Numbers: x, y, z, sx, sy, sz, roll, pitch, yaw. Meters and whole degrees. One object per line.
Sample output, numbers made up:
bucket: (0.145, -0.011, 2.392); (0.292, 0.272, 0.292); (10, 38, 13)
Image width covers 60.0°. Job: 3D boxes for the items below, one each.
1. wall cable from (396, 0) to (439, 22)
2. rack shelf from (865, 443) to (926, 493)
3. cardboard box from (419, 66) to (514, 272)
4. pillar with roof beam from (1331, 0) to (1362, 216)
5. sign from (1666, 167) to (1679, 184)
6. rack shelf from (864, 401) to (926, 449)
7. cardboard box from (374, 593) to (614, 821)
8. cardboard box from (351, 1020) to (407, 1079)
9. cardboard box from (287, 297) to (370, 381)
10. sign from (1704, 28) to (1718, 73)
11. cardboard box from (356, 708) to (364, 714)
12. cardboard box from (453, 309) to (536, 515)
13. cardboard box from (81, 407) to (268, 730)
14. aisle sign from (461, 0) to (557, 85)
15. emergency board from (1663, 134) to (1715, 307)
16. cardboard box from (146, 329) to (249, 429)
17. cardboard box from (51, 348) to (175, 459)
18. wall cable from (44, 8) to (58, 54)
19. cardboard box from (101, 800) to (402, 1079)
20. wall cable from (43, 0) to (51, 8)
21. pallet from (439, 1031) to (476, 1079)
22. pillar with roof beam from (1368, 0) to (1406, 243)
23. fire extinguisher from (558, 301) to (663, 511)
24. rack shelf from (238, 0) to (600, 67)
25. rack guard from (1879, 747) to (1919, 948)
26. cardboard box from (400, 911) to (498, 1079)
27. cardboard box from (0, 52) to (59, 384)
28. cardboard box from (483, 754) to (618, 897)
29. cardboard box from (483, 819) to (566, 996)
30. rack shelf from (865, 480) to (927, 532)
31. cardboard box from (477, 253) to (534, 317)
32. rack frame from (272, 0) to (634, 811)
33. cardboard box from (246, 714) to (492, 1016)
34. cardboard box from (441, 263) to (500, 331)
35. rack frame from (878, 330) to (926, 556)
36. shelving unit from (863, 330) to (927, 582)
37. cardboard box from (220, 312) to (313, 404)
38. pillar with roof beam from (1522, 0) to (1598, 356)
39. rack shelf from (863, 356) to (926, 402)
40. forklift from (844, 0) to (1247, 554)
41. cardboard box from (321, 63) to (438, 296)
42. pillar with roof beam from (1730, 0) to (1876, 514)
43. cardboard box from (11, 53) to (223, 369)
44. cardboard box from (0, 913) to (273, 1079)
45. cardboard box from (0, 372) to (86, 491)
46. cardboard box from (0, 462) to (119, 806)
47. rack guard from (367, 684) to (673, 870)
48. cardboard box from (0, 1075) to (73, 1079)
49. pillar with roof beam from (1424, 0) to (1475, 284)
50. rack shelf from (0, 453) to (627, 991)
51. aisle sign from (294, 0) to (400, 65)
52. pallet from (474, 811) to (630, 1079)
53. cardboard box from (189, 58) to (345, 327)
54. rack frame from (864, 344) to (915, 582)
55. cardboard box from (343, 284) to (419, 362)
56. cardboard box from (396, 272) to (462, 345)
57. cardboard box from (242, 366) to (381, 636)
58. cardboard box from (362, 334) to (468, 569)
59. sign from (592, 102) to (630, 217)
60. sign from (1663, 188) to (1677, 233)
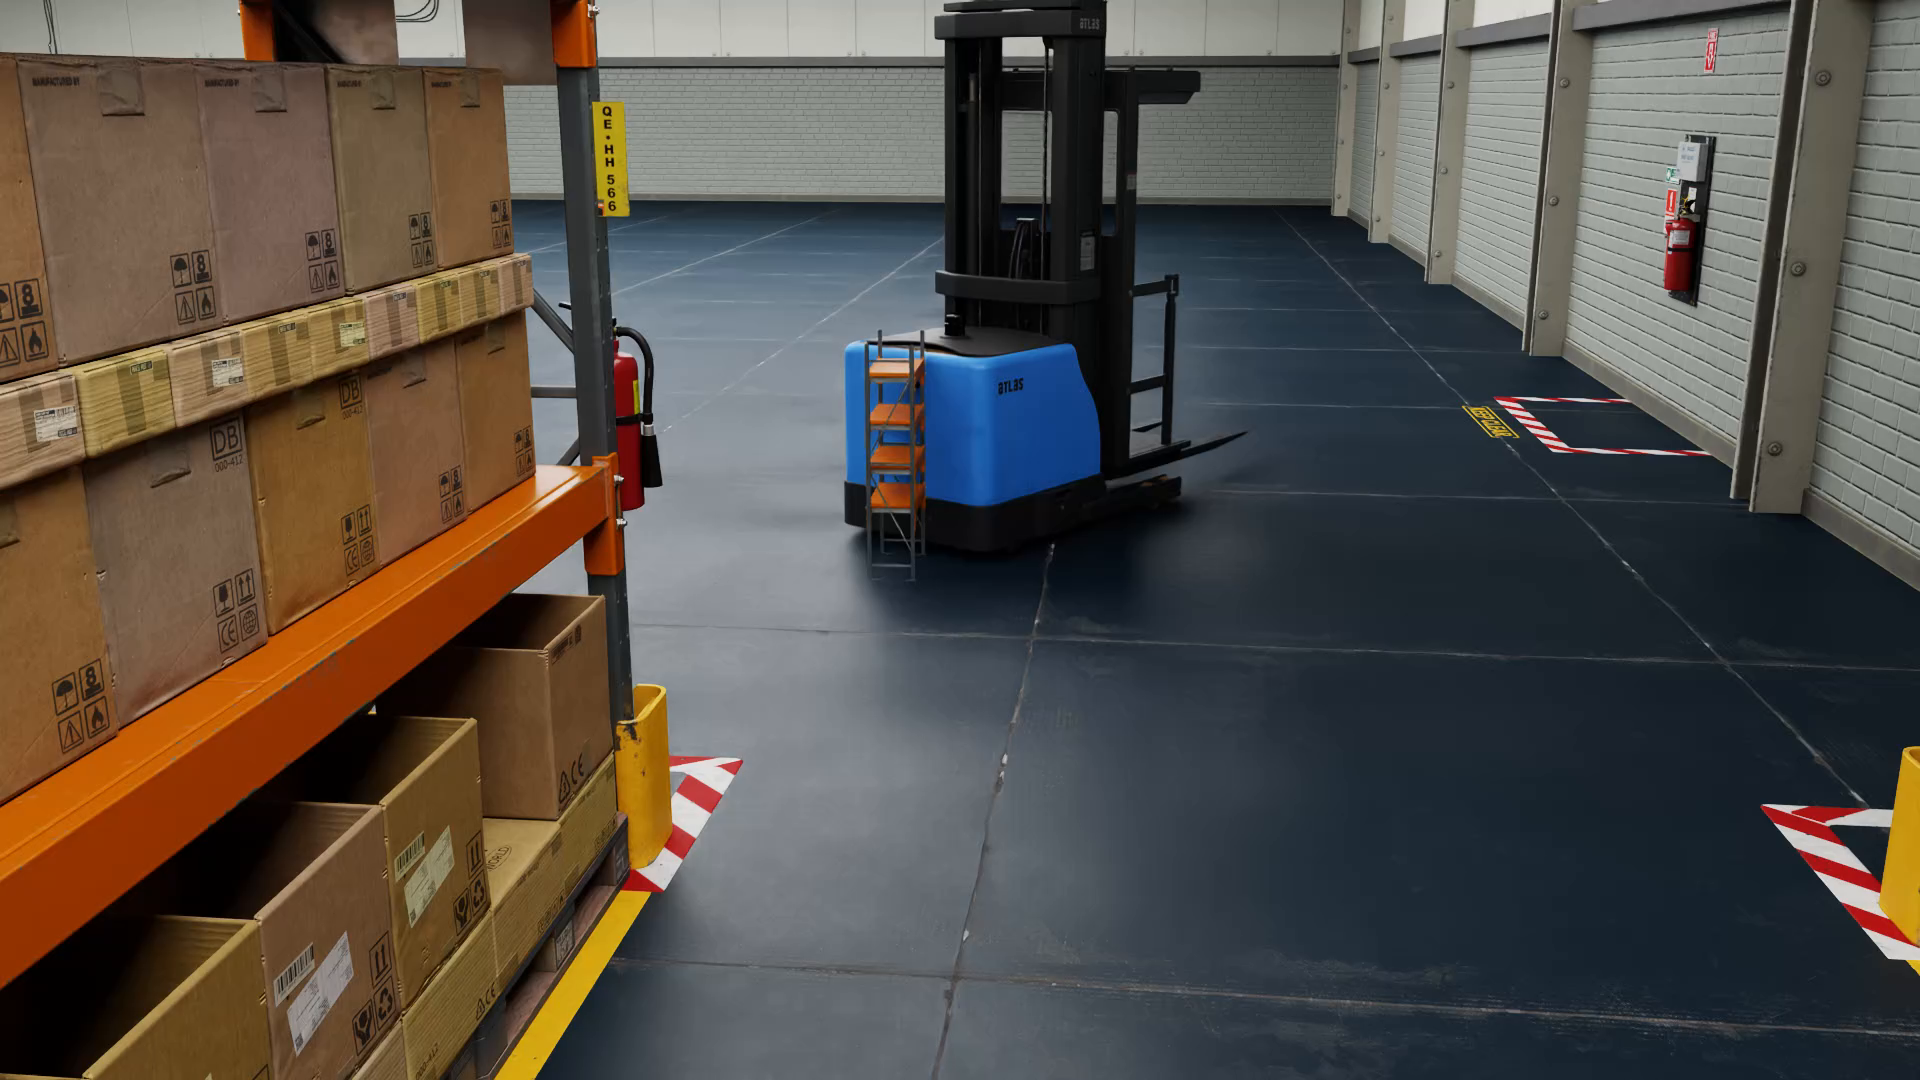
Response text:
wall cable: (-12.689, -13.789, 36.401); (2.305, 6.003, 0.169); (2, 15, 6)
rack shelf: (-0.325, -0.370, 8.489); (0.258, 0.148, 0.480); (1, 15, 5)
cardboard box: (-1.627, -0.993, 4.412); (0.700, 0.500, 0.500); (2, 15, 6)
pillar with roof beam: (3.255, -10.905, 32.251); (9.100, 9.000, 0.400); (2, 15, 6)
sign: (5.297, -2.710, 12.353); (0.001, 0.109, 0.331); (2, 15, 6)
rack shelf: (-0.325, -0.586, 8.431); (0.258, 0.148, 0.480); (1, 15, 5)
cardboard box: (-1.320, 0.457, 4.751); (0.500, 0.500, 0.500); (2, 15, 6)
cardboard box: (-1.480, 1.209, 3.409); (0.500, 0.250, 0.500); (2, 15, 6)
cardboard box: (-1.526, -0.442, 3.617); (0.380, 0.149, 0.250); (2, 15, 8)
sign: (5.241, -3.415, 11.605); (0.001, 0.298, 0.199); (2, 15, 6)
cardboard box: (-1.892, 0.572, 4.328); (0.500, 0.500, 0.500); (2, 15, 6)
cardboard box: (-1.621, -0.381, 4.632); (0.700, 0.500, 0.500); (2, 15, 6)
cardboard box: (-1.793, 0.021, 3.147); (0.700, 0.500, 0.500); (2, 15, 8)
aisle sign: (-1.256, -1.716, 4.783); (0.394, 0.787, 0.004); (2, 15, 6)
emergency board: (5.141, -2.297, 11.911); (0.194, 1.169, 0.643); (2, 15, 6)
cardboard box: (-1.582, -0.307, 3.118); (0.380, 0.149, 0.250); (1, 15, 5)
cardboard box: (-1.613, -0.243, 2.880); (0.380, 0.149, 0.250); (2, 15, 6)
wall cable: (-22.120, -10.932, 38.300); (3.097, 2.526, 0.112); (2, 15, 6)
cardboard box: (-1.476, 0.847, 3.311); (0.500, 0.500, 0.500); (2, 15, 6)
wall cable: (-19.432, -13.290, 37.346); (3.097, 2.526, 0.112); (2, 15, 6)
pallet: (-1.740, 1.408, 3.550); (1.003, 0.211, 1.213); (2, 15, 6)
pillar with roof beam: (2.578, -9.349, 26.496); (9.100, 9.000, 0.400); (2, 15, 6)
fire extinguisher: (-1.081, -0.433, 5.164); (0.296, 0.674, 0.183); (2, 15, 6)
rack shelf: (-1.781, -1.035, 2.875); (1.077, 0.370, 4.000); (2, 15, 6)
rack guard: (3.358, 0.918, 4.809); (1.175, 0.500, 0.348); (2, 15, 6)
cardboard box: (-1.422, 1.079, 3.888); (0.500, 0.250, 0.500); (2, 15, 6)
cardboard box: (-1.850, -0.466, 2.464); (0.700, 0.500, 0.500); (2, 15, 6)
cardboard box: (-1.322, 0.819, 4.849); (0.500, 0.250, 0.500); (2, 15, 6)
cardboard box: (-1.367, 0.949, 4.368); (0.500, 0.250, 0.500); (2, 15, 6)
rack shelf: (-0.325, -0.178, 8.541); (0.258, 0.148, 0.480); (1, 15, 5)
cardboard box: (-1.409, -0.710, 4.606); (0.380, 0.149, 0.250); (1, 15, 5)
rack frame: (-1.556, -0.453, 5.091); (1.000, 3.000, 0.127); (2, 15, 6)
cardboard box: (-1.419, 0.717, 3.790); (0.500, 0.500, 0.500); (2, 15, 6)
cardboard box: (-1.437, -0.642, 4.355); (0.380, 0.149, 0.250); (2, 15, 8)
rack frame: (-0.304, -0.498, 8.706); (0.240, 1.200, 0.015); (1, 15, 5)
shelving unit: (-0.325, -0.435, 8.471); (0.258, 1.200, 0.503); (1, 15, 5)
cardboard box: (-1.554, -0.374, 3.364); (0.380, 0.149, 0.250); (2, 15, 8)
pillar with roof beam: (1.224, -6.236, 14.986); (9.100, 9.000, 0.400); (2, 15, 6)
rack shelf: (-0.325, -0.814, 8.369); (0.258, 0.148, 0.480); (1, 15, 5)
forklift: (0.677, -1.665, 9.705); (1.130, 2.935, 3.031); (12, 19, 38)
cardboard box: (-1.681, -0.857, 3.907); (0.700, 0.500, 0.500); (1, 15, 5)
pillar with roof beam: (0.547, -4.680, 9.231); (9.100, 9.000, 0.400); (2, 15, 6)
cardboard box: (-1.793, -0.596, 2.943); (0.700, 0.500, 0.500); (2, 15, 6)
cardboard box: (-1.531, 0.976, 2.831); (0.500, 0.500, 0.500); (2, 15, 6)
cardboard box: (-1.643, -0.175, 2.630); (0.380, 0.149, 0.250); (1, 15, 5)
cardboard box: (-1.849, 0.154, 2.655); (0.700, 0.500, 0.500); (2, 15, 7)
rack guard: (-1.553, 0.747, 5.441); (1.175, 0.500, 0.348); (2, 15, 6)
cardboard box: (-1.595, 1.106, 2.352); (0.500, 0.500, 0.500); (2, 15, 6)
pillar with roof beam: (1.901, -7.792, 20.741); (9.100, 9.000, 0.400); (2, 15, 6)
rack shelf: (-1.781, 0.413, 3.267); (1.077, 0.370, 4.000); (2, 15, 6)
aisle sign: (-1.852, -1.734, 4.848); (0.394, 0.787, 0.004); (2, 15, 6)
pallet: (-1.600, 1.092, 4.717); (1.003, 0.211, 1.213); (2, 15, 6)
cardboard box: (-1.737, -0.726, 3.423); (0.700, 0.500, 0.500); (2, 15, 6)
rack frame: (-0.345, -0.371, 8.237); (0.240, 1.200, 0.015); (1, 15, 5)
cardboard box: (-1.497, -0.510, 3.869); (0.380, 0.149, 0.250); (2, 15, 7)
cardboard box: (-1.466, -0.576, 4.110); (0.380, 0.149, 0.250); (1, 15, 5)
cardboard box: (-1.737, -0.116, 3.652); (0.700, 0.500, 0.500); (2, 15, 7)
cardboard box: (-1.675, -0.244, 4.128); (0.700, 0.500, 0.500); (2, 15, 8)
sign: (-1.018, -1.107, 4.837); (0.100, 0.325, 0.005); (2, 15, 6)
sign: (5.306, -2.455, 12.425); (0.001, 0.329, 0.234); (2, 15, 6)
